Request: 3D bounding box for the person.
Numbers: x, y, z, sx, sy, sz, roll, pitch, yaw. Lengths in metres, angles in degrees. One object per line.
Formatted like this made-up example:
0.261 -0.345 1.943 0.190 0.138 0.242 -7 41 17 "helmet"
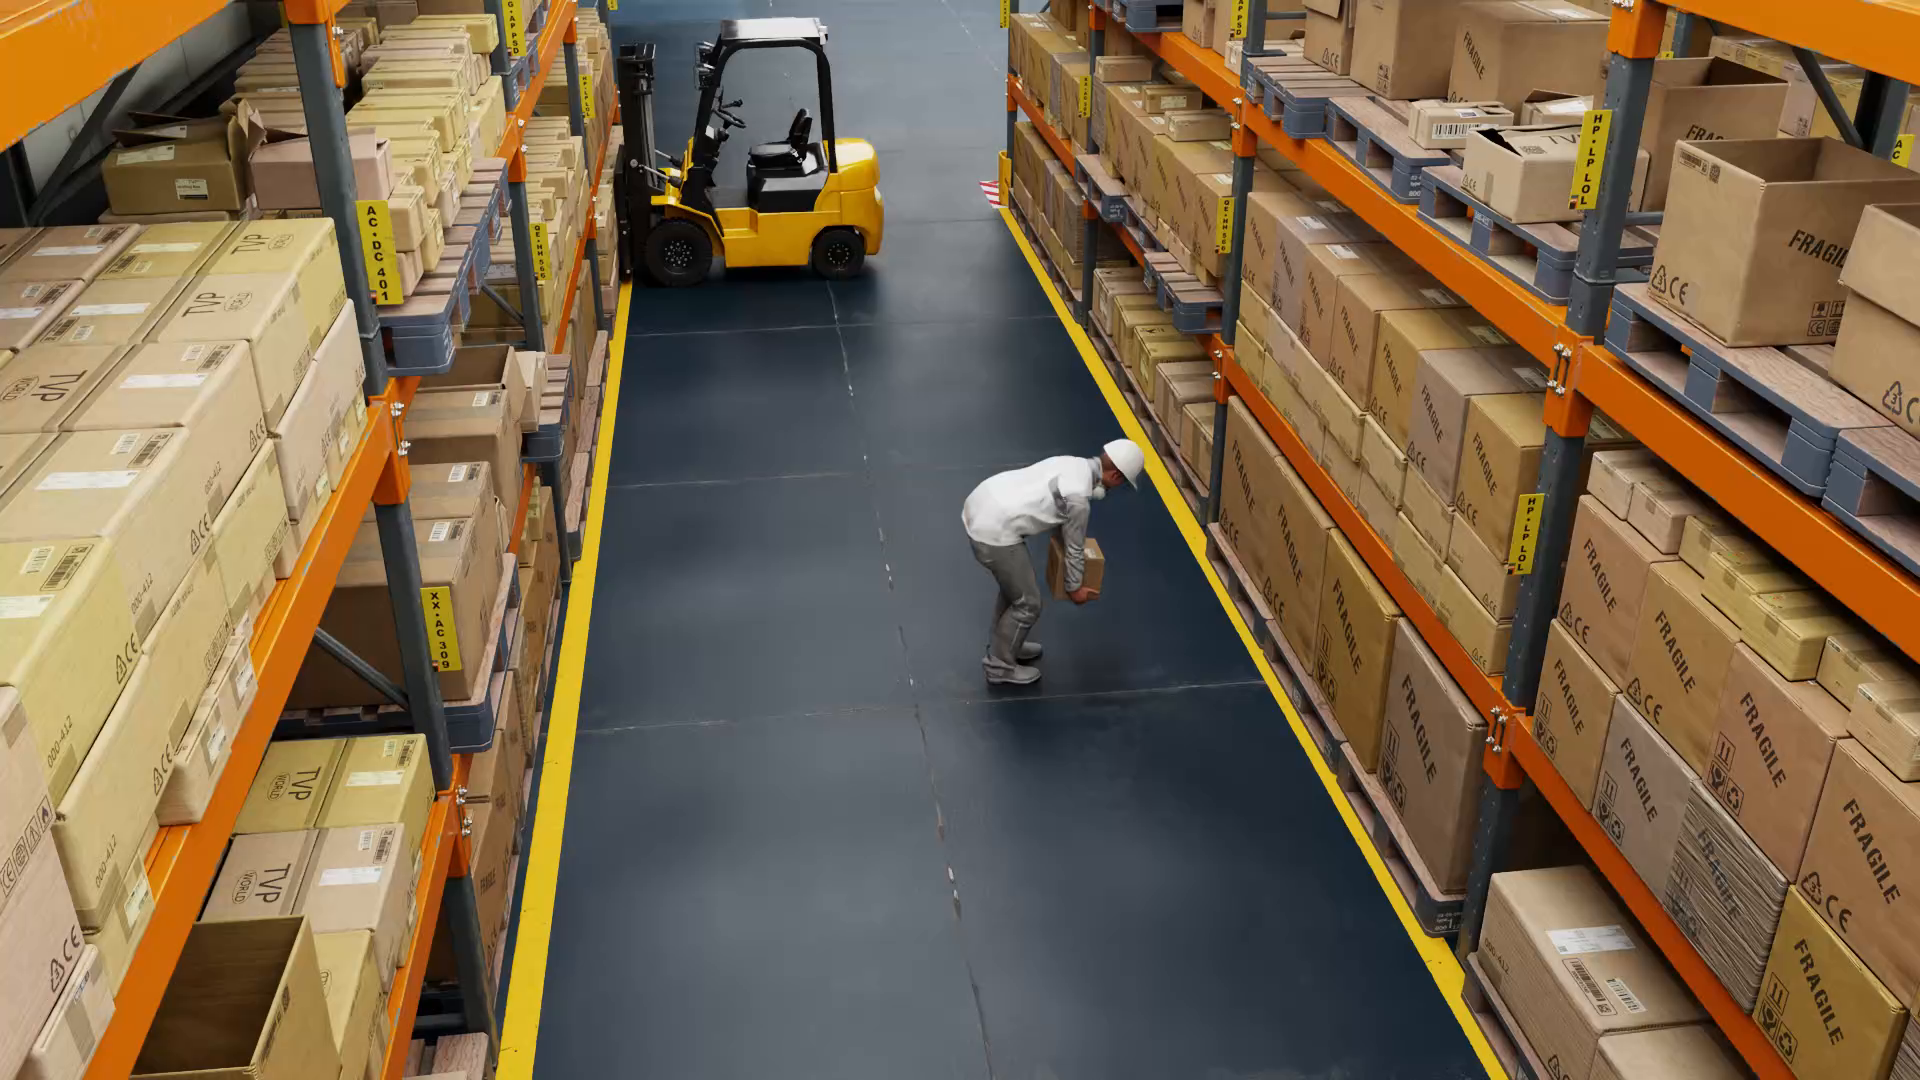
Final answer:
0.494 0.096 8.902 0.959 1.321 0.462 -4 27 -8 "person"
